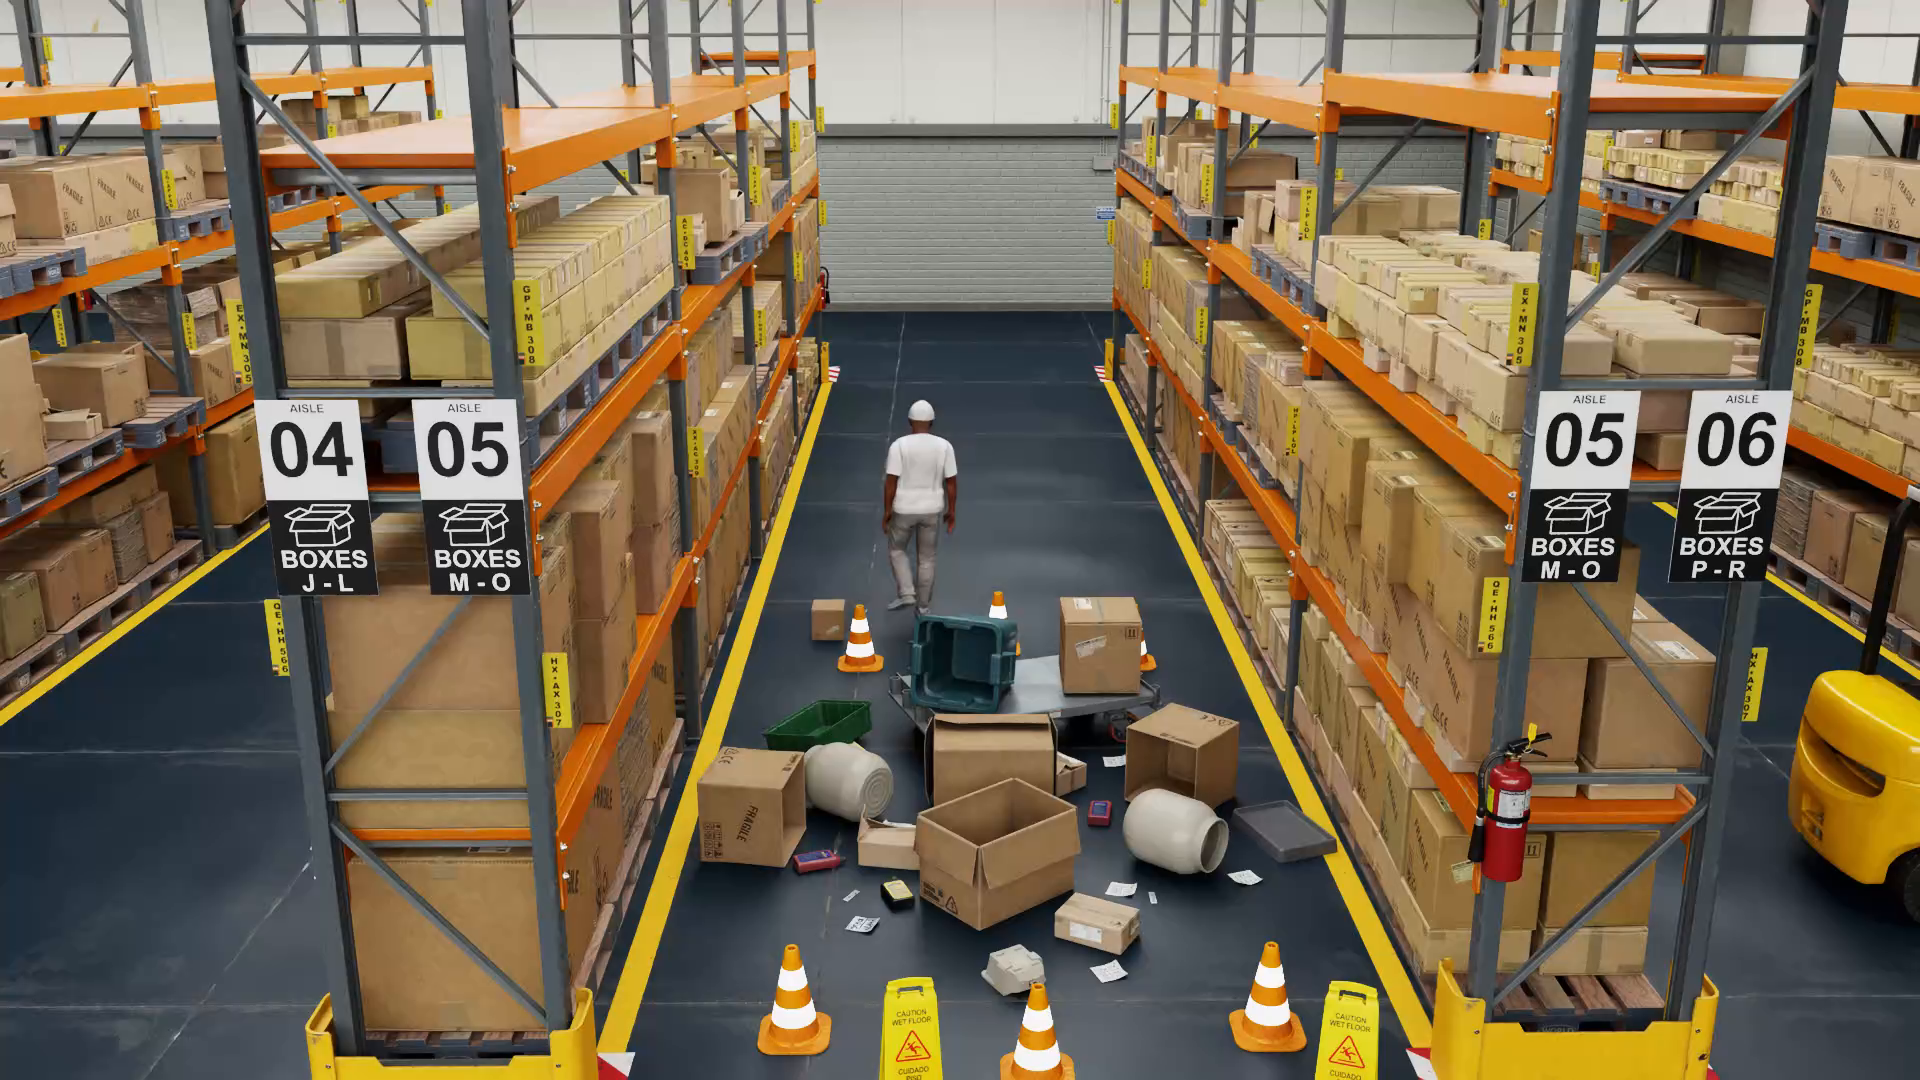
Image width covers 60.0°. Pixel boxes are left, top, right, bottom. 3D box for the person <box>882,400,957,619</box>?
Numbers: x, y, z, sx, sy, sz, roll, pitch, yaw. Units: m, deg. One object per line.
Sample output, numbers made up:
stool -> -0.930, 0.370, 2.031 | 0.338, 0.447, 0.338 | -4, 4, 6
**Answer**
person -> -0.326, -0.228, 13.208 | 0.616, 1.754, 0.495 | -3, 17, -10
